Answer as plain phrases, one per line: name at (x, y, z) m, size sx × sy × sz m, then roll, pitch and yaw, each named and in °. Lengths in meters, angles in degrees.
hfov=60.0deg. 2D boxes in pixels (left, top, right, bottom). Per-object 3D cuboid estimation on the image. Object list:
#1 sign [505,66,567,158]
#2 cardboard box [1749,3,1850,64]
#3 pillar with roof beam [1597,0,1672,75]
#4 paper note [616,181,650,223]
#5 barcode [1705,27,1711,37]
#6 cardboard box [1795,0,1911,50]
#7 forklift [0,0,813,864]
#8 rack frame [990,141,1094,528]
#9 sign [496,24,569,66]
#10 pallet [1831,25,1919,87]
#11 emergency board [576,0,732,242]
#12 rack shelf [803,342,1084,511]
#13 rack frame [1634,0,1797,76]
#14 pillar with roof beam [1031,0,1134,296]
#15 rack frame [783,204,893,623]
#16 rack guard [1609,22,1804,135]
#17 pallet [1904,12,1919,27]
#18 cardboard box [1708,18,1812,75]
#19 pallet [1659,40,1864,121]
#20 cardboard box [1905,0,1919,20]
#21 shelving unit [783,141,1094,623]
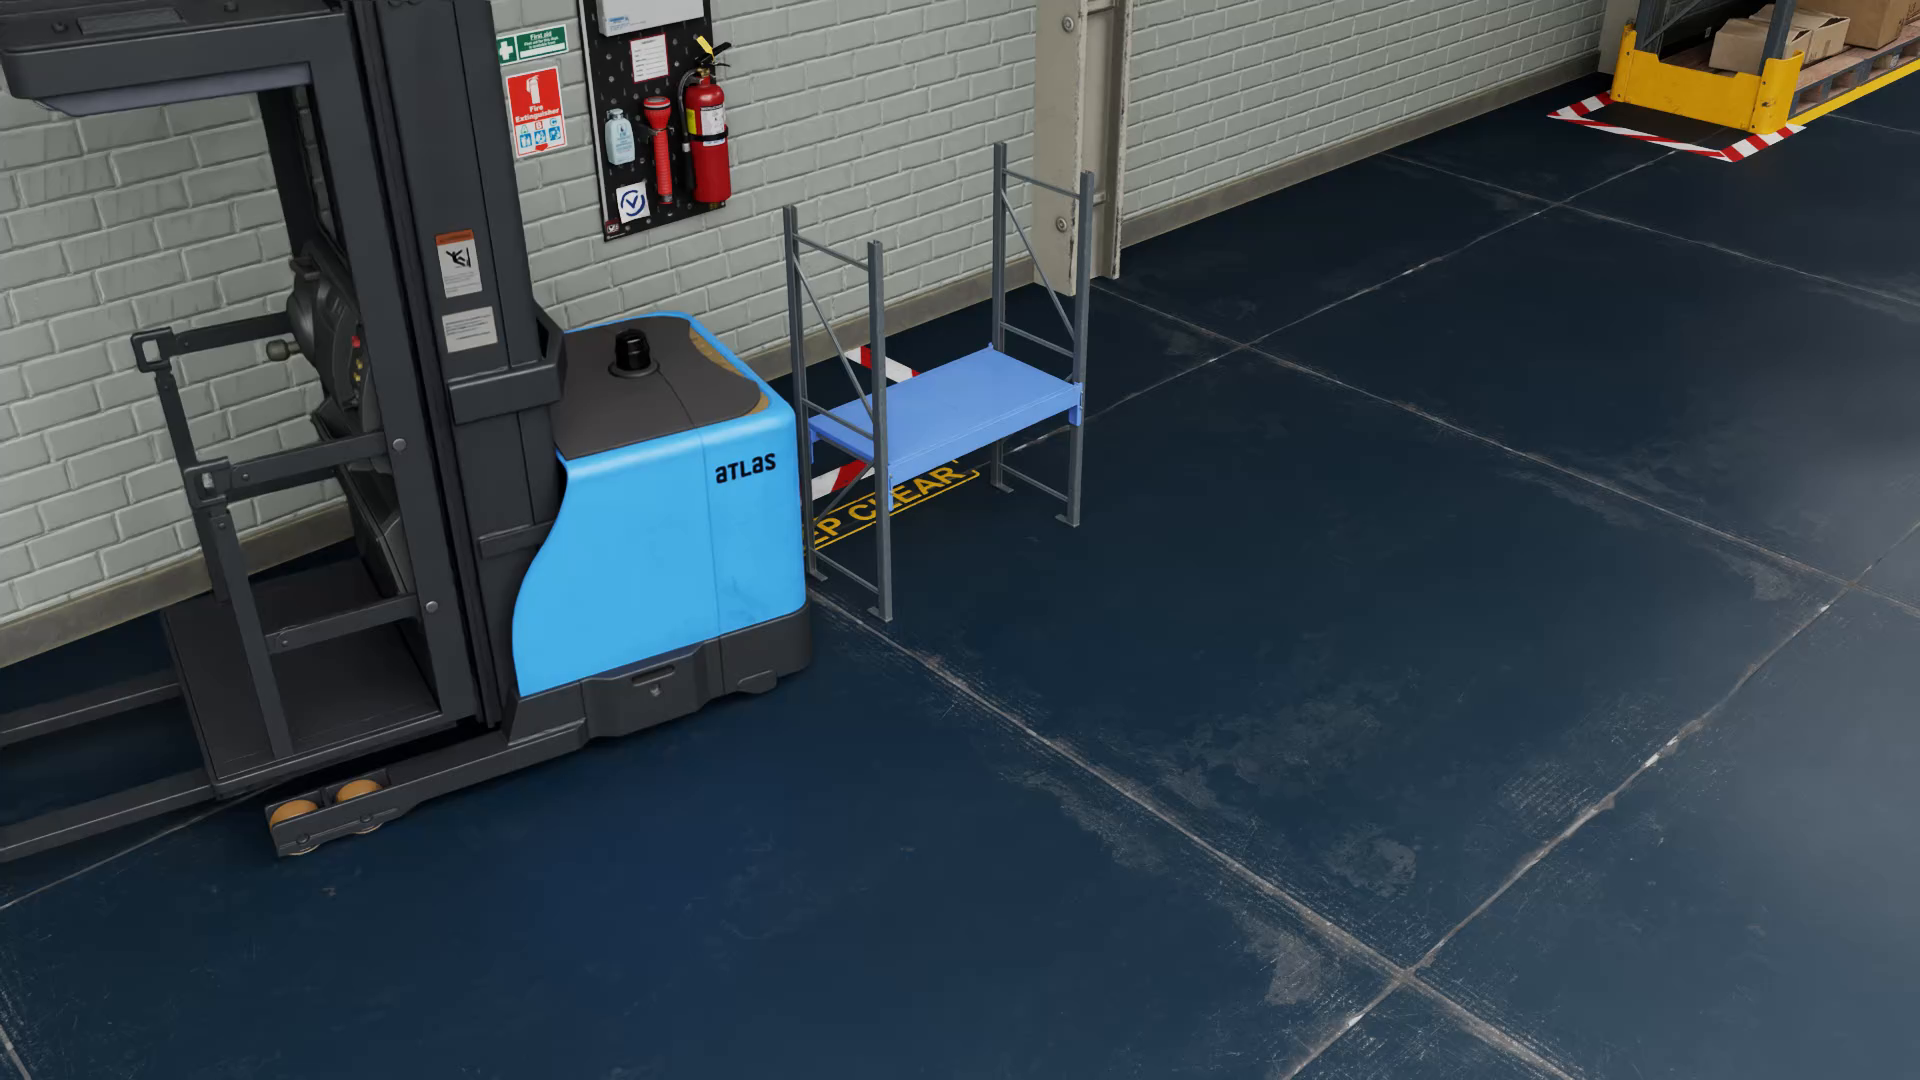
sign at (-1.687, -1.706, 6.630) m, size 0.234 × 0.329 × 0.001 m, roll -26°, pitch 40°, yaw -35°
cardboard box at (6.088, -3.712, 12.101) m, size 0.500 × 0.311 × 0.500 m, roll -22°, pitch 38°, yaw -32°
pillar with roof beam at (7.954, -5.750, 7.528) m, size 0.400 × 9.000 × 9.100 m, roll -26°, pitch 40°, yaw -35°
paper note at (-1.388, -1.435, 7.066) m, size 0.142 × 0.148 × 0.016 m, roll -26°, pitch 40°, yaw -35°
barcode at (5.411, -3.673, 12.029) m, size 0.075 × 0.075 × 0.001 m, roll -26°, pitch 40°, yaw -35°
cardboard box at (6.660, -4.034, 12.446) m, size 0.700 × 0.500 × 0.500 m, roll 26°, pitch 40°, yaw 36°
forklift at (-2.056, -0.591, 4.907) m, size 3.031 × 2.935 × 1.130 m, roll -17°, pitch 35°, yaw -26°
rack frame at (0.310, -0.790, 6.604) m, size 0.032 × 1.500 × 0.500 m, roll -26°, pitch 40°, yaw -35°
sign at (-1.677, -1.930, 6.489) m, size 0.331 × 0.109 × 0.001 m, roll -26°, pitch 40°, yaw -35°
pallet at (6.671, -3.801, 12.764) m, size 1.213 × 0.211 × 1.003 m, roll -26°, pitch 40°, yaw -35°
emergency board at (-1.211, -1.847, 6.896) m, size 0.643 × 1.169 × 0.194 m, roll -26°, pitch 40°, yaw -35°
rack shelf at (-0.063, -0.456, 6.403) m, size 1.000 × 0.185 × 0.538 m, roll -26°, pitch 40°, yaw -35°
rack frame at (5.101, -4.258, 10.839) m, size 0.127 × 3.000 × 1.000 m, roll -26°, pitch 40°, yaw -35°
pillar with roof beam at (3.554, -3.622, 4.047) m, size 0.400 × 9.000 × 9.100 m, roll -26°, pitch 40°, yaw -35°
rack frame at (-0.435, -0.429, 6.014) m, size 0.032 × 1.500 × 0.500 m, roll -26°, pitch 40°, yaw -35°
rack guard at (5.157, -3.219, 11.535) m, size 0.348 × 0.500 × 1.175 m, roll -26°, pitch 40°, yaw -35°
pallet at (7.566, -4.236, 13.475) m, size 1.213 × 0.211 × 1.003 m, roll -26°, pitch 40°, yaw -35°
cardboard box at (5.670, -3.510, 11.771) m, size 0.500 × 0.311 × 0.500 m, roll 24°, pitch 39°, yaw 34°
pallet at (5.777, -3.370, 12.060) m, size 1.213 × 0.211 × 1.003 m, roll -26°, pitch 40°, yaw -35°
cardboard box at (7.301, -4.415, 13.069) m, size 0.500 × 0.500 × 0.500 m, roll 26°, pitch 40°, yaw 35°
shelving unit at (-0.063, -0.610, 6.309) m, size 1.048 × 1.500 × 0.538 m, roll -26°, pitch 40°, yaw -35°
